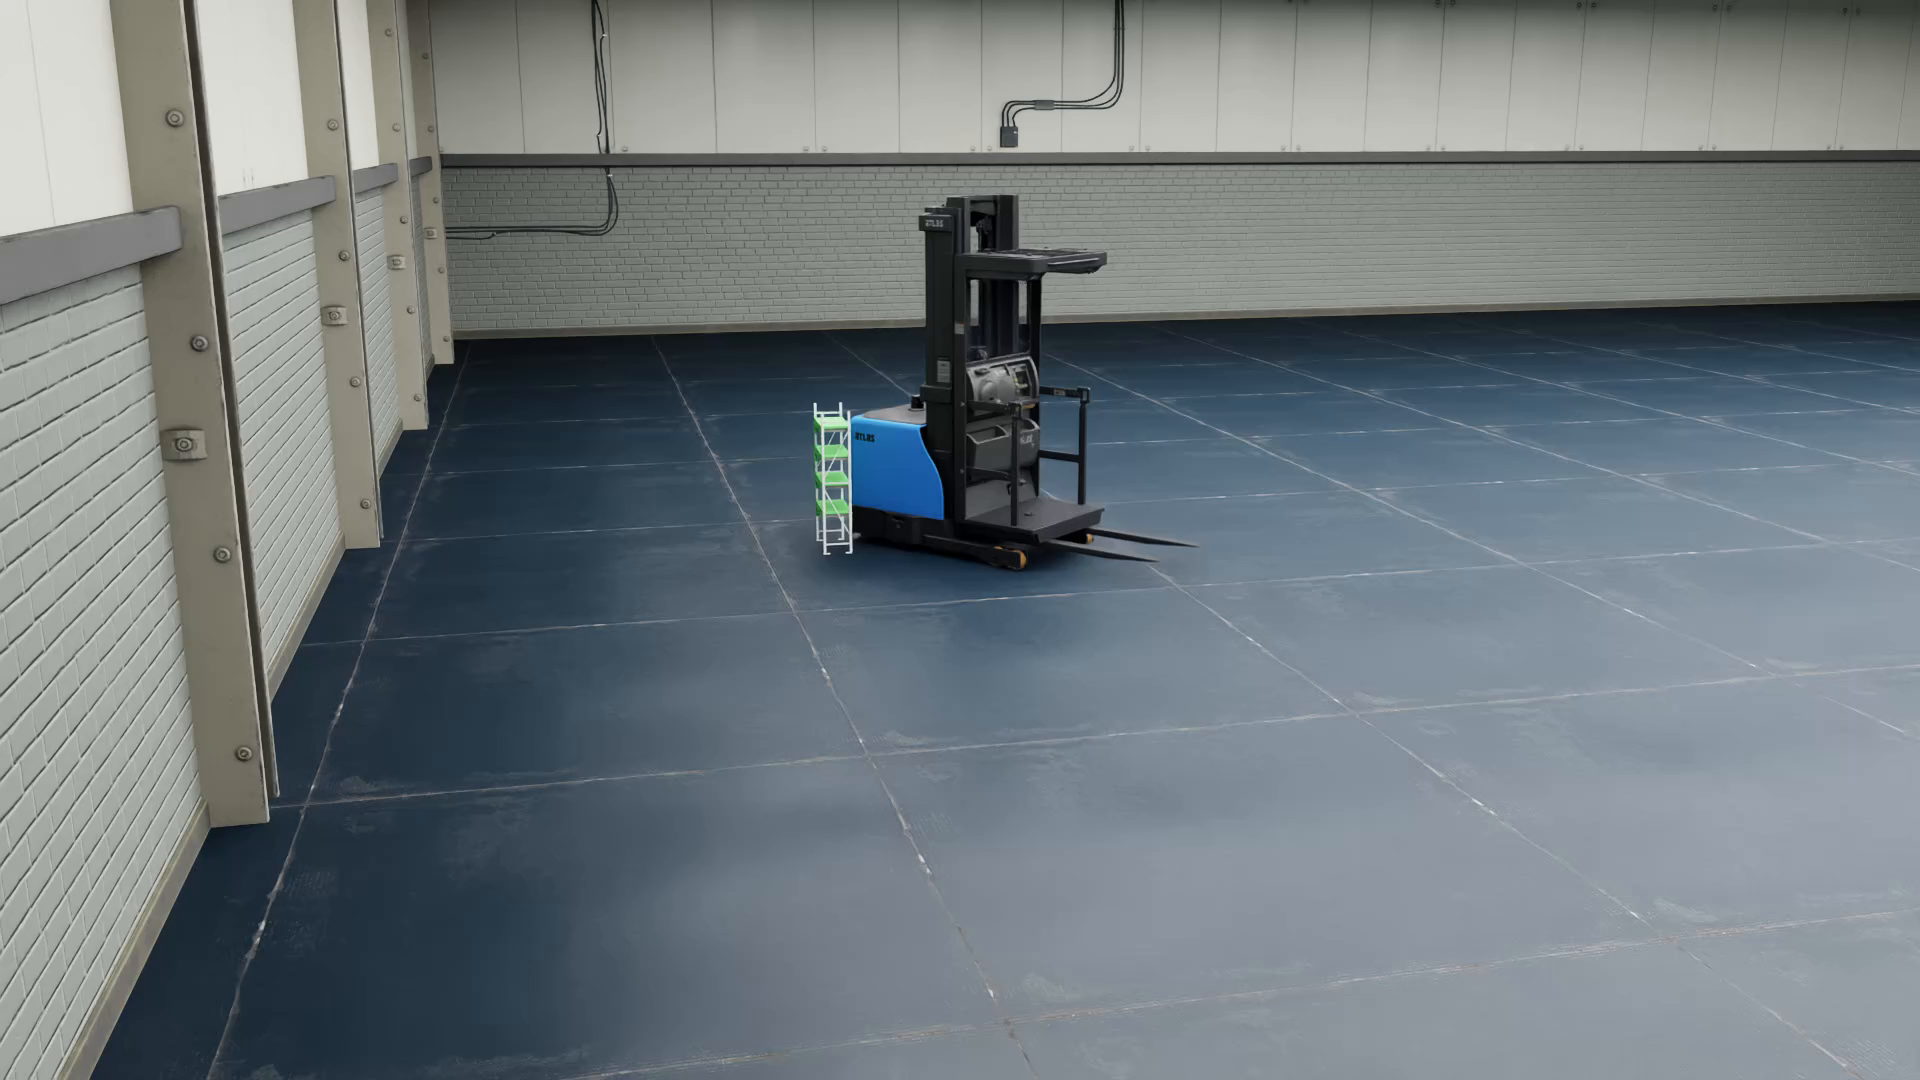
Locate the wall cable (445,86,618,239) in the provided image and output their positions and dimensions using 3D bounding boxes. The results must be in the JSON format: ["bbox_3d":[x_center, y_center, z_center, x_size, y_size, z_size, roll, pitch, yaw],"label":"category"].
[{"bbox_3d":[-7.373,-6.360,28.042,3.097,2.526,0.112,-3,14,-13],"label":"wall cable"}]

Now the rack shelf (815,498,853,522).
[{"bbox_3d":[-1.074,-0.230,14.121,0.258,0.148,0.480,-3,14,-12],"label":"rack shelf"}]

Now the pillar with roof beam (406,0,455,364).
[{"bbox_3d":[-3.781,-7.355,25.572,9.100,9.000,0.400,-3,14,-13],"label":"pillar with roof beam"}]

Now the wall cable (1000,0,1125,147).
[{"bbox_3d":[1.859,-10.046,29.421,2.305,6.003,0.169,-3,14,-13],"label":"wall cable"}]

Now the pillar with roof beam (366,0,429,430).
[{"bbox_3d":[-2.372,-5.971,19.907,9.100,9.000,0.400,-3,14,-13],"label":"pillar with roof beam"}]

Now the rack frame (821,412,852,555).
[{"bbox_3d":[-1.024,-0.469,13.817,0.240,1.200,0.015,-3,14,-12],"label":"rack frame"}]

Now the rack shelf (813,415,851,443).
[{"bbox_3d":[-1.074,-0.930,13.950,0.258,0.148,0.480,-3,14,-12],"label":"rack shelf"}]

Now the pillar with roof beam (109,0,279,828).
[{"bbox_3d":[0.446,-3.203,8.576,9.100,9.000,0.400,-3,14,-13],"label":"pillar with roof beam"}]

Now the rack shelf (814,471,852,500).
[{"bbox_3d":[-1.074,-0.463,14.064,0.258,0.148,0.480,-3,14,-12],"label":"rack shelf"}]

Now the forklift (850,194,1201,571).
[{"bbox_3d":[0.526,-1.320,13.653,3.031,2.935,1.130,10,17,36],"label":"forklift"}]

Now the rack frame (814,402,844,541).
[{"bbox_3d":[-1.124,-0.582,14.281,0.240,1.200,0.015,-3,14,-12],"label":"rack frame"}]

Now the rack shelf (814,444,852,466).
[{"bbox_3d":[-1.074,-0.696,14.007,0.258,0.148,0.480,-3,14,-12],"label":"rack shelf"}]

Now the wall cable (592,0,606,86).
[{"bbox_3d":[-4.743,-8.964,28.060,3.097,2.526,0.112,-3,14,-13],"label":"wall cable"}]

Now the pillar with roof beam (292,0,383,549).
[{"bbox_3d":[-0.963,-4.587,14.241,9.100,9.000,0.400,-3,14,-13],"label":"pillar with roof beam"}]

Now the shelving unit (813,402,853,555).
[{"bbox_3d":[-1.074,-0.525,14.049,0.258,1.200,0.503,-3,14,-12],"label":"shelving unit"}]
